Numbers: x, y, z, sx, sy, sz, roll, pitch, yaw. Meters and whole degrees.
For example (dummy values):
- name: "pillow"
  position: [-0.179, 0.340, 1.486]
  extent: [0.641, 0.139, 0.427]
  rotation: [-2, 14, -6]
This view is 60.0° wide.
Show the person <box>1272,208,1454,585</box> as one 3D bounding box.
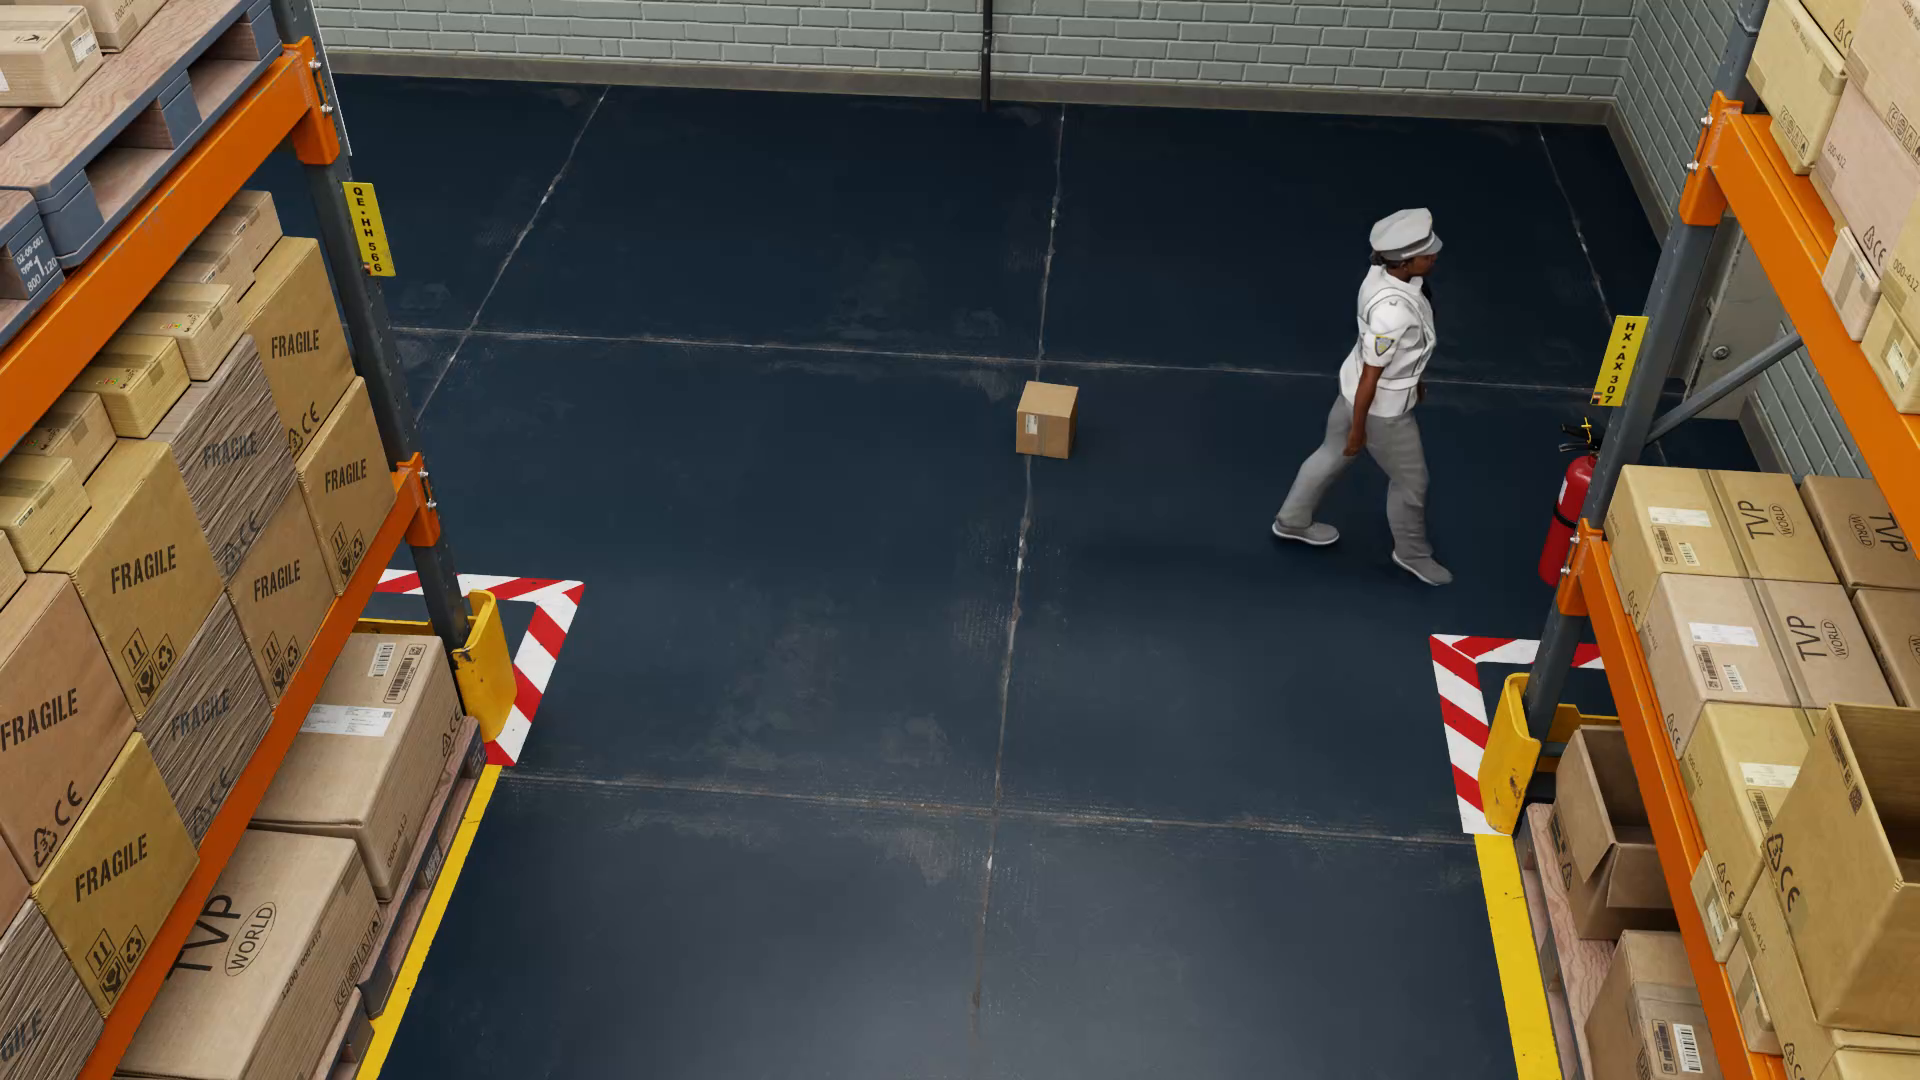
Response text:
- name: "person"
  position: [1.773, -0.577, 6.836]
  extent: [0.787, 1.722, 0.470]
  rotation: [4, 41, 5]
